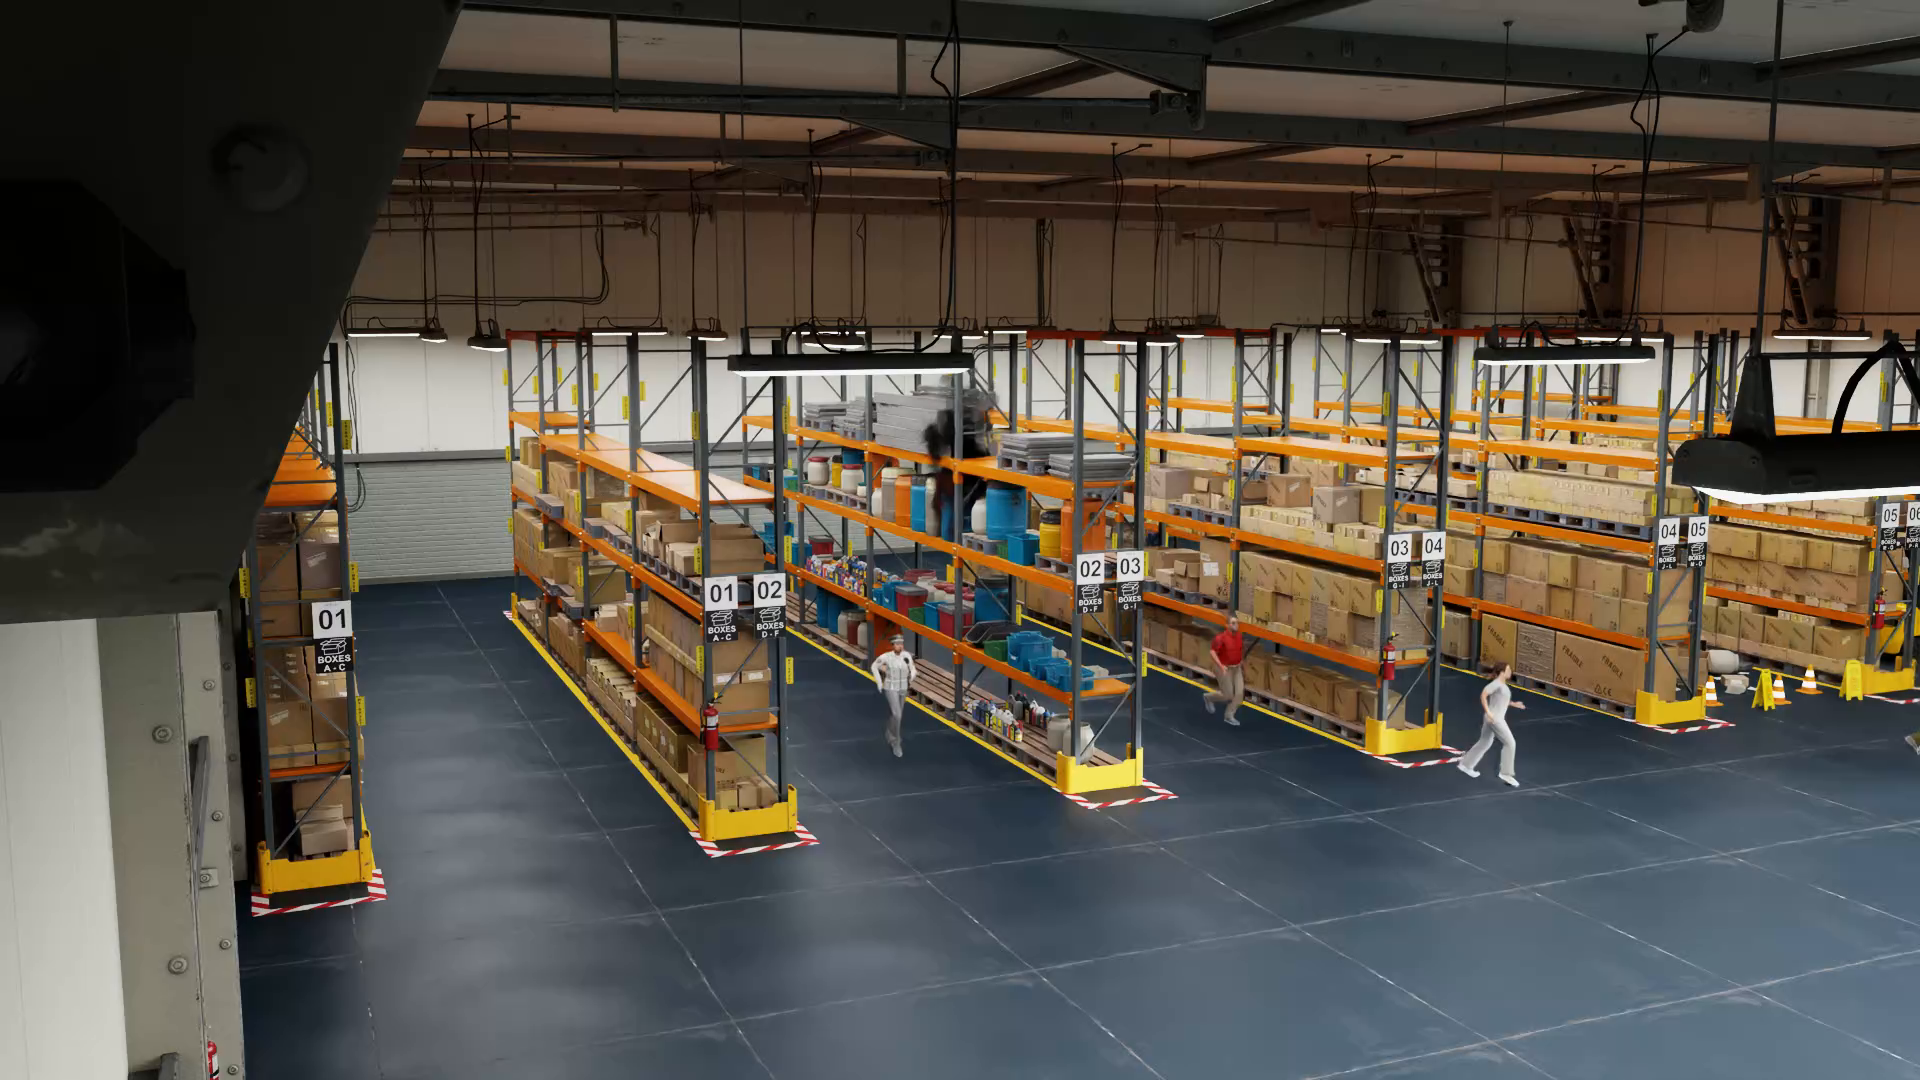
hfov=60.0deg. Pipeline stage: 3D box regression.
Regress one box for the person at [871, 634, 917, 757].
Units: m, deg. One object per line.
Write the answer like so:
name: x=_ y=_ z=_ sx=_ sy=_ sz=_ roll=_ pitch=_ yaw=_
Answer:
person: x=-0.911 y=2.180 z=23.910 sx=0.600 sy=1.723 sz=0.744 roll=-5 pitch=9 yaw=-31

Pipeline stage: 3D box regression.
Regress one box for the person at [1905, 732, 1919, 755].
person: x=13.841 y=2.313 z=23.264 sx=1.021 sy=1.773 sz=0.719 roll=4 pitch=9 yaw=27

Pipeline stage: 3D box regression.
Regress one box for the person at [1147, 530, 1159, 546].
person: x=4.879 y=-0.132 z=41.835 sx=0.753 sy=1.605 sz=0.567 roll=-4 pitch=9 yaw=-28

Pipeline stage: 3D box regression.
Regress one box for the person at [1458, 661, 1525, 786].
person: x=7.203 y=2.461 z=22.508 sx=0.848 sy=1.697 sz=0.507 roll=2 pitch=8 yaw=16

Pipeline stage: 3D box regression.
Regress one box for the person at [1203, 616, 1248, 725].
person: x=4.078 y=1.979 z=25.520 sx=0.650 sy=1.678 sz=0.652 roll=-5 pitch=9 yaw=-33
